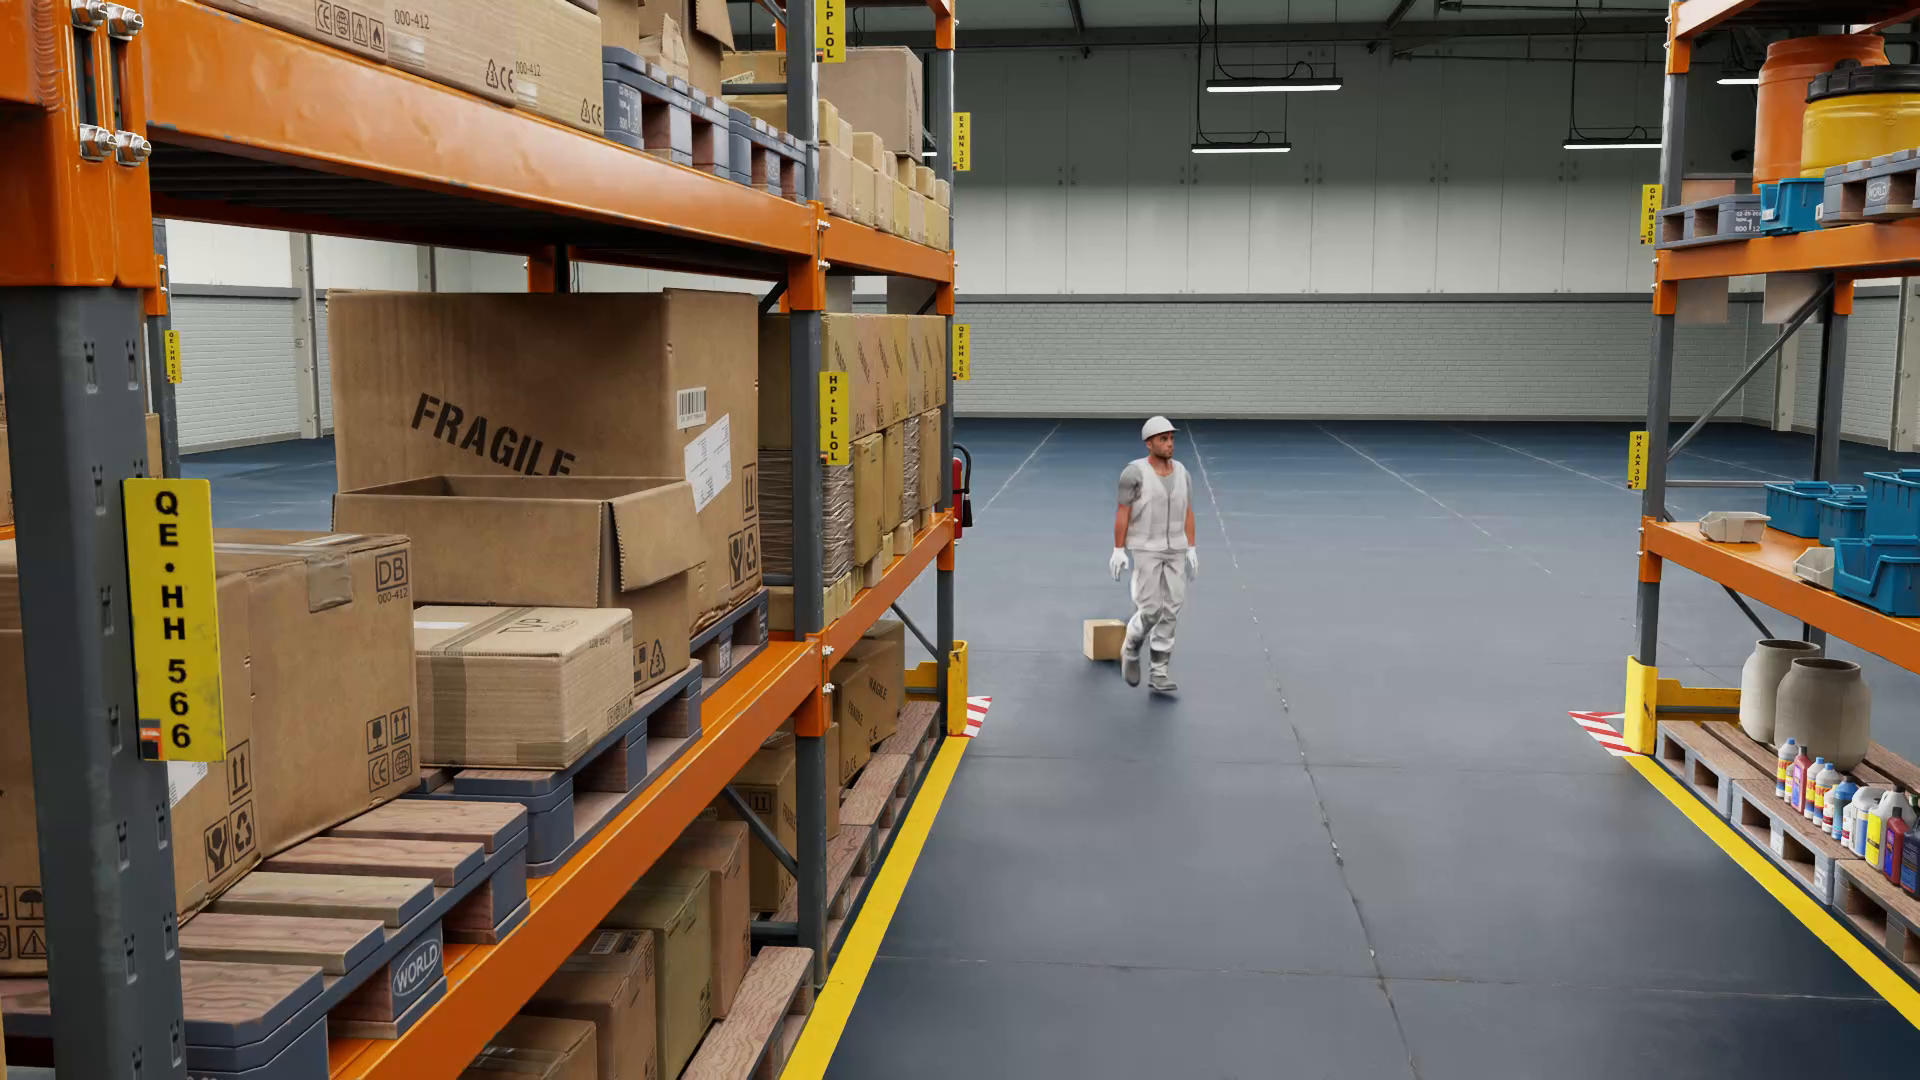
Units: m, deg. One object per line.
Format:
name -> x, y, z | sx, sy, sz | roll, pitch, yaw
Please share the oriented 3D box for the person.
person -> 1.264, 0.092, 10.758 | 0.581, 1.783, 0.483 | -3, 8, -24
